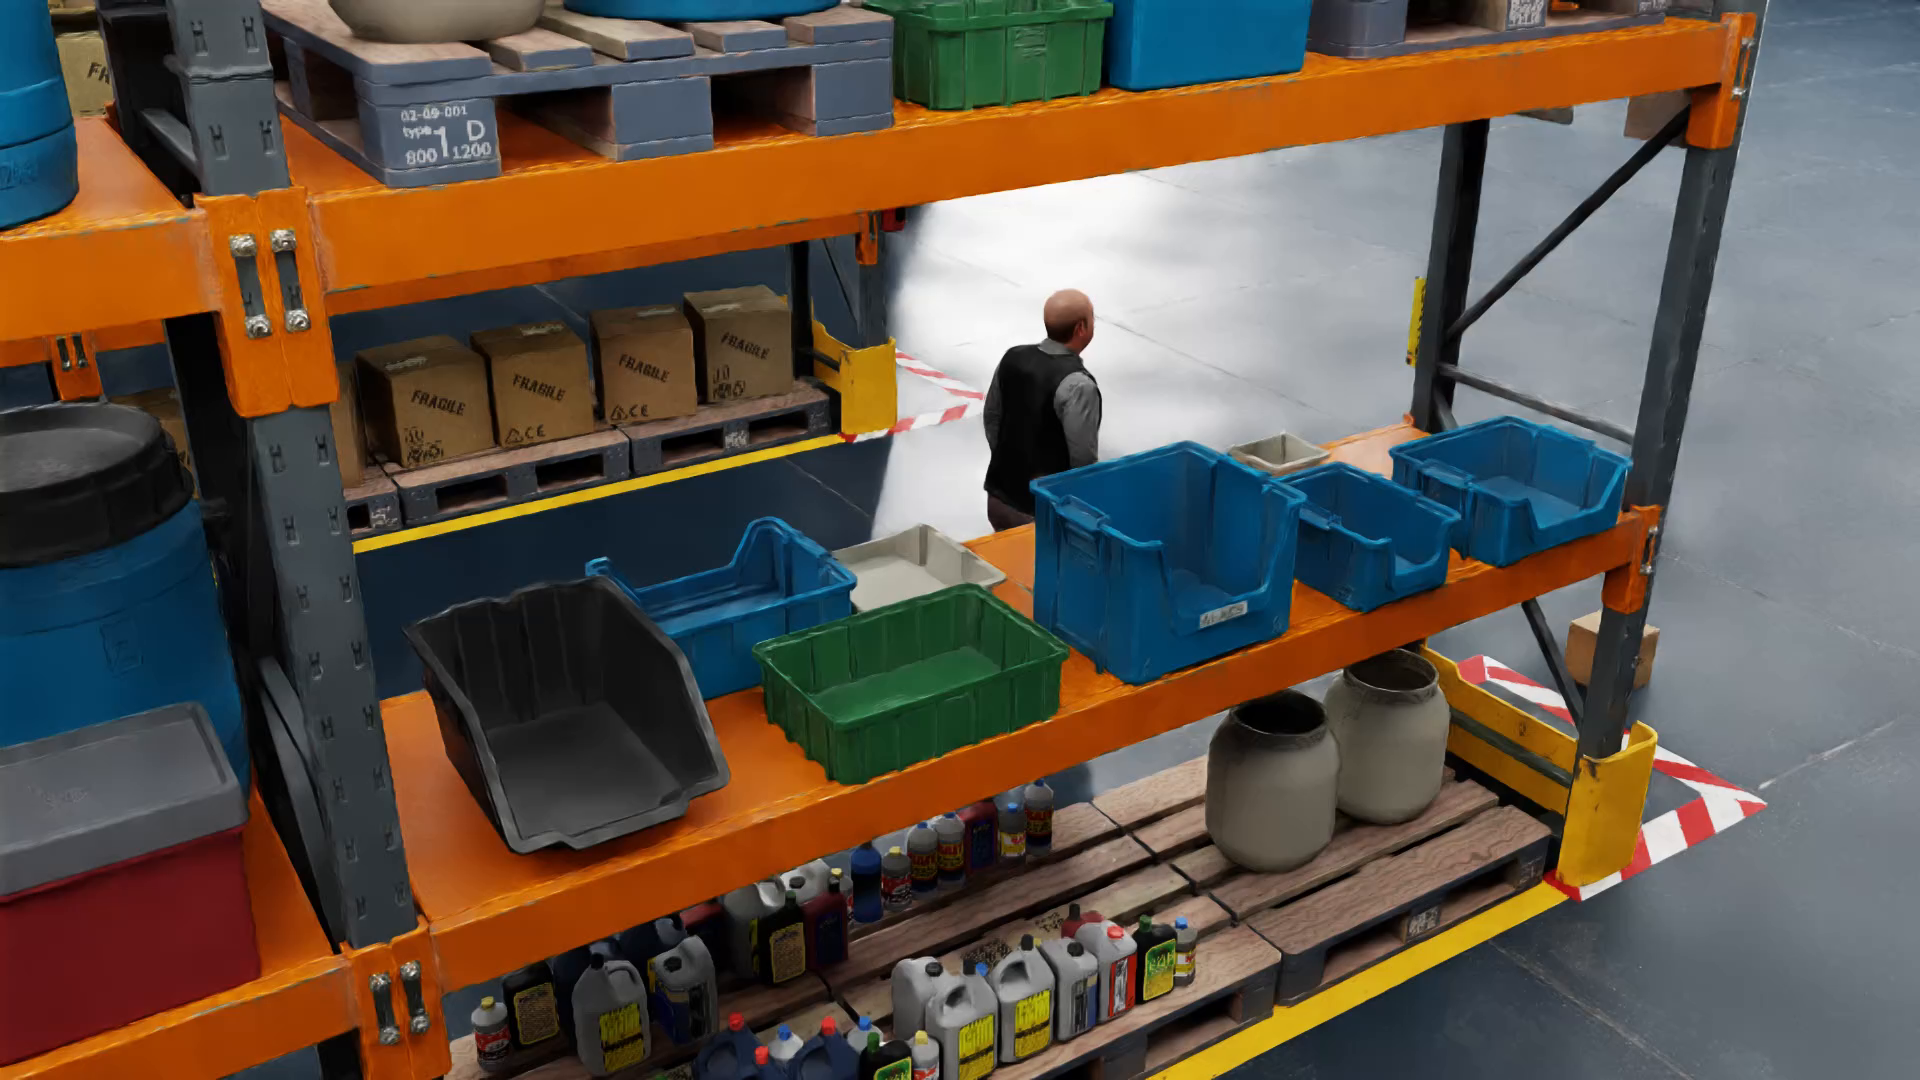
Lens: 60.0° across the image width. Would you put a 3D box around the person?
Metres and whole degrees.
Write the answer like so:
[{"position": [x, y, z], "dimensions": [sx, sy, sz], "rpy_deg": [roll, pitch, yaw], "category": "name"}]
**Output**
[{"position": [0.306, -0.137, 6.474], "dimensions": [0.509, 1.682, 0.673], "rpy_deg": [-17, 30, -32], "category": "person"}]
